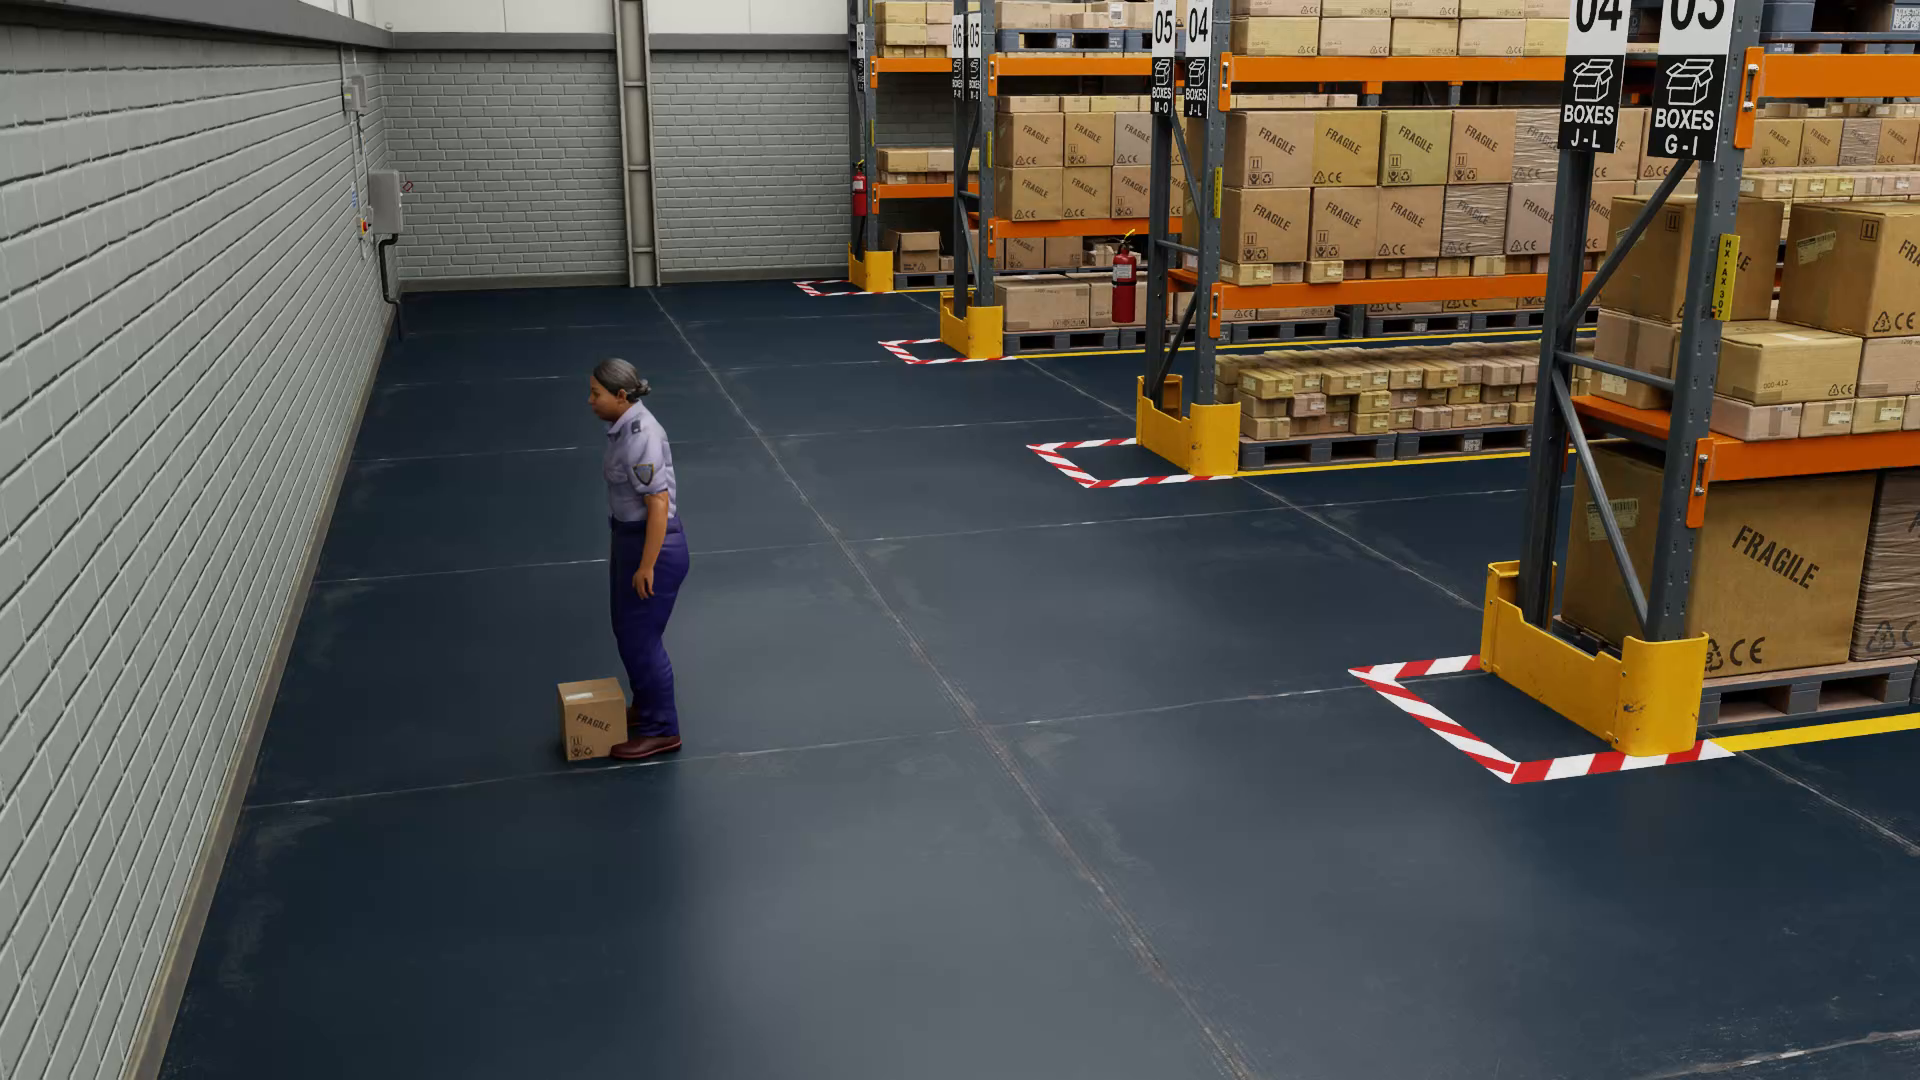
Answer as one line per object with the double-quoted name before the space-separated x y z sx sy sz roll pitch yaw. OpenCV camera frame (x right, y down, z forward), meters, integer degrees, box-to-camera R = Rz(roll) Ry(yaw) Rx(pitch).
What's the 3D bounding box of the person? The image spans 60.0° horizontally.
"person" -1.335 0.058 6.849 0.341 1.650 0.548 -5 17 -18
